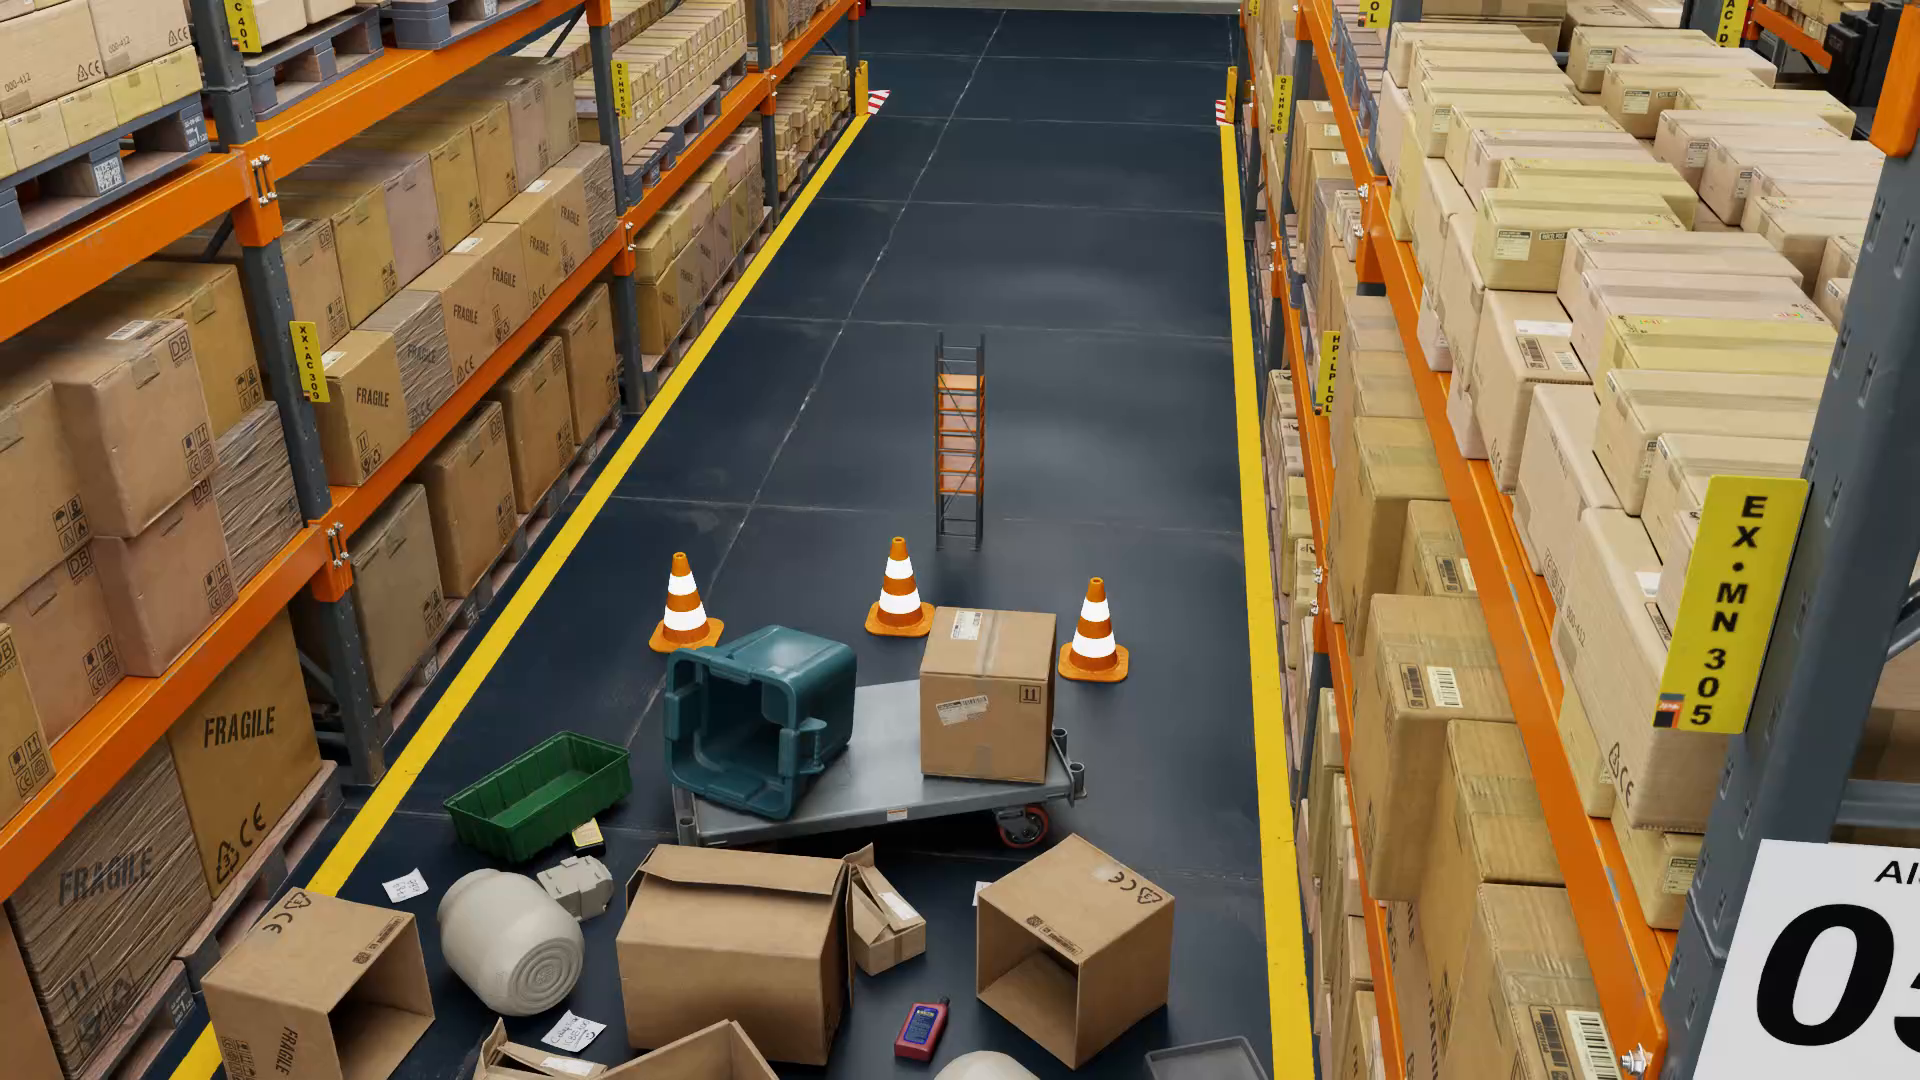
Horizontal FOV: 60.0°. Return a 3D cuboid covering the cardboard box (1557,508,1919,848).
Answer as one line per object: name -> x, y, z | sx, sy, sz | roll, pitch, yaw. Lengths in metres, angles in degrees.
cardboard box -> 1.196, 0.187, 2.422 | 0.500, 0.250, 0.500 | 3, 28, 6

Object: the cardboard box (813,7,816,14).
cardboard box -> -1.569, -5.061, 15.746 | 0.380, 0.149, 0.250 | 2, 28, 4

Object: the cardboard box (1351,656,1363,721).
cardboard box -> 1.447, 0.435, 4.861 | 0.500, 0.500, 0.500 | 3, 28, 6

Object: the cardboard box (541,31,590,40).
cardboard box -> -2.746, -3.502, 11.782 | 0.380, 0.149, 0.250 | 4, 29, 8

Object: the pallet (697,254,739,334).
pallet -> -2.295, -1.890, 12.535 | 1.003, 0.211, 1.213 | 3, 28, 6

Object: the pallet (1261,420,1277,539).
pallet -> 2.284, -0.341, 9.661 | 1.003, 0.211, 1.213 | 3, 28, 6

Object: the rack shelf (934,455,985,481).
rack shelf -> -0.002, -0.377, 9.031 | 0.258, 0.103, 0.180 | 3, 28, 6

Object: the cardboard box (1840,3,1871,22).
cardboard box -> 7.739, -4.323, 13.955 | 0.500, 0.250, 0.500 | 3, 28, 6

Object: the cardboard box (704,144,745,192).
cardboard box -> -1.971, -2.868, 12.813 | 0.500, 0.250, 0.500 | 5, 29, 9

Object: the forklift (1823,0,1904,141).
forklift -> 4.529, -0.944, 7.913 | 1.130, 2.935, 3.031 | 3, 29, 6

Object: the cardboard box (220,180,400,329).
cardboard box -> -2.918, -1.255, 7.257 | 0.700, 0.500, 0.500 | 3, 28, 5

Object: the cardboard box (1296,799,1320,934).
cardboard box -> 1.551, 1.234, 6.254 | 0.500, 0.250, 0.500 | 2, 28, 4

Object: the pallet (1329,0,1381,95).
pallet -> 2.196, -2.065, 6.955 | 1.213, 0.211, 1.003 | 3, 28, 6

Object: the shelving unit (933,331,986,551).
shelving unit -> -0.002, -0.521, 8.953 | 0.258, 1.200, 0.189 | 3, 28, 6

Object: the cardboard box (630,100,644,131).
cardboard box -> -2.255, -2.726, 10.656 | 0.380, 0.149, 0.250 | 5, 29, 9

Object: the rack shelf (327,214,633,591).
rack shelf -> -2.789, -0.919, 8.551 | 1.077, 0.370, 4.000 | 3, 28, 6

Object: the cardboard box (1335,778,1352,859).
cardboard box -> 1.415, 0.915, 5.370 | 0.380, 0.149, 0.250 | 4, 29, 8

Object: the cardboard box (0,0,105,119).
cardboard box -> -2.902, -1.424, 4.864 | 0.500, 0.250, 0.500 | 3, 28, 6

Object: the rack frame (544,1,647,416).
rack frame -> -2.544, -2.177, 10.128 | 1.000, 3.000, 0.127 | 3, 28, 6

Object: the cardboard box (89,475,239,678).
cardboard box -> -3.113, 0.074, 5.791 | 0.875, 0.550, 0.550 | 3, 28, 6

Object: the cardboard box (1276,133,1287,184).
cardboard box -> 2.188, -2.334, 10.050 | 0.500, 0.250, 0.500 | 3, 28, 6

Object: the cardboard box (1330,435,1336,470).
cardboard box -> 1.680, -0.387, 6.627 | 0.380, 0.149, 0.250 | 4, 29, 7

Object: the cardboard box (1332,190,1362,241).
cardboard box -> 1.805, -1.385, 7.113 | 0.380, 0.149, 0.250 | 2, 28, 4

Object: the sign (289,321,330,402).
sign -> -2.483, -0.679, 6.351 | 0.100, 0.325, 0.005 | 3, 28, 6

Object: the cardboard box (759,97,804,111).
cardboard box -> -1.659, -4.022, 15.489 | 0.380, 0.149, 0.250 | 2, 28, 4

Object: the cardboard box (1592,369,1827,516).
cardboard box -> 1.232, -0.149, 2.625 | 0.380, 0.149, 0.250 | 3, 28, 6

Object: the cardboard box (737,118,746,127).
cardboard box -> -2.144, -3.792, 15.062 | 0.380, 0.149, 0.250 | 4, 29, 8

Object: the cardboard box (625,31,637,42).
cardboard box -> -2.651, -3.740, 12.539 | 0.380, 0.149, 0.250 | 2, 28, 4

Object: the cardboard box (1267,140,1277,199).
cardboard box -> 2.232, -2.365, 10.636 | 0.500, 0.250, 0.500 | 4, 29, 7

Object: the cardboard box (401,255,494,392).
cardboard box -> -2.578, -1.043, 7.918 | 0.500, 0.500, 0.500 | 3, 28, 6

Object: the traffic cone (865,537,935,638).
traffic cone -> -0.304, 0.203, 8.385 | 0.336, 0.463, 0.334 | 3, 28, 6

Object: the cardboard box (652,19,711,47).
cardboard box -> -2.041, -3.709, 12.166 | 0.380, 0.149, 0.250 | 2, 28, 5

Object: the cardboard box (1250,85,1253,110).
cardboard box -> 3.380, -4.443, 16.593 | 0.875, 0.438, 0.875 | 2, 28, 4

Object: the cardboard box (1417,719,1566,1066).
cardboard box -> 1.316, 0.723, 3.273 | 0.700, 0.500, 0.500 | 4, 29, 7

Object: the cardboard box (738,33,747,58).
cardboard box -> -1.906, -3.936, 13.215 | 0.380, 0.149, 0.250 | 3, 28, 5

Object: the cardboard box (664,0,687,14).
cardboard box -> -2.275, -4.479, 13.982 | 0.500, 0.500, 0.500 | 3, 28, 6

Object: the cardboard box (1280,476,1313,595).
cardboard box -> 2.121, 0.005, 8.406 | 0.950, 0.372, 0.625 | 4, 29, 8

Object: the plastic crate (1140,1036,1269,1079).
plastic crate -> 0.885, 1.923, 5.597 | 0.402, 0.080, 0.583 | -6, 29, -11

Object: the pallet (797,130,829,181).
pallet -> -1.860, -3.726, 15.944 | 1.003, 0.211, 1.213 | 3, 28, 6

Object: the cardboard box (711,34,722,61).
cardboard box -> -2.000, -3.697, 12.457 | 0.380, 0.149, 0.250 | 2, 28, 5

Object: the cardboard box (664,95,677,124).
cardboard box -> -2.162, -2.956, 11.396 | 0.380, 0.149, 0.250 | 4, 29, 8

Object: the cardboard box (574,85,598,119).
cardboard box -> -2.295, -2.721, 10.334 | 0.380, 0.149, 0.250 | 3, 28, 6

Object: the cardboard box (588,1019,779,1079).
cardboard box -> -0.897, 1.954, 5.093 | 0.797, 0.503, 0.637 | -17, 33, -29

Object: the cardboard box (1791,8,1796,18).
cardboard box -> 7.992, -4.918, 15.482 | 0.380, 0.149, 0.250 | 3, 28, 6

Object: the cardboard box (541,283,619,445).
cardboard box -> -2.708, -1.090, 10.040 | 1.050, 0.750, 0.750 | 3, 28, 6

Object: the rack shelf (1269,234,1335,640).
rack shelf -> 2.136, -0.679, 8.106 | 1.077, 0.370, 4.000 | 3, 28, 6

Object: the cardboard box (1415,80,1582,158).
cardboard box -> 1.425, -1.116, 4.420 | 0.380, 0.149, 0.250 | 3, 28, 6

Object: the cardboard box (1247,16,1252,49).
cardboard box -> 2.779, -4.577, 14.478 | 0.500, 0.500, 0.500 | 3, 28, 5

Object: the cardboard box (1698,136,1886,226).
cardboard box -> 1.976, -0.838, 3.905 | 0.380, 0.149, 0.250 | 4, 29, 7

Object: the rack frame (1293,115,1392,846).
rack frame -> 1.891, -0.054, 6.188 | 1.000, 3.000, 0.127 | 3, 28, 6

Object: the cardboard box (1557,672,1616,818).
cardboard box -> 1.165, 0.316, 2.604 | 0.380, 0.149, 0.250 | 4, 29, 7

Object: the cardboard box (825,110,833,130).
cardboard box -> -1.457, -4.126, 16.308 | 0.380, 0.149, 0.250 | 2, 28, 4

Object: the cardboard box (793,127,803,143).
cardboard box -> -1.663, -3.769, 15.332 | 0.380, 0.149, 0.250 | 5, 29, 9
